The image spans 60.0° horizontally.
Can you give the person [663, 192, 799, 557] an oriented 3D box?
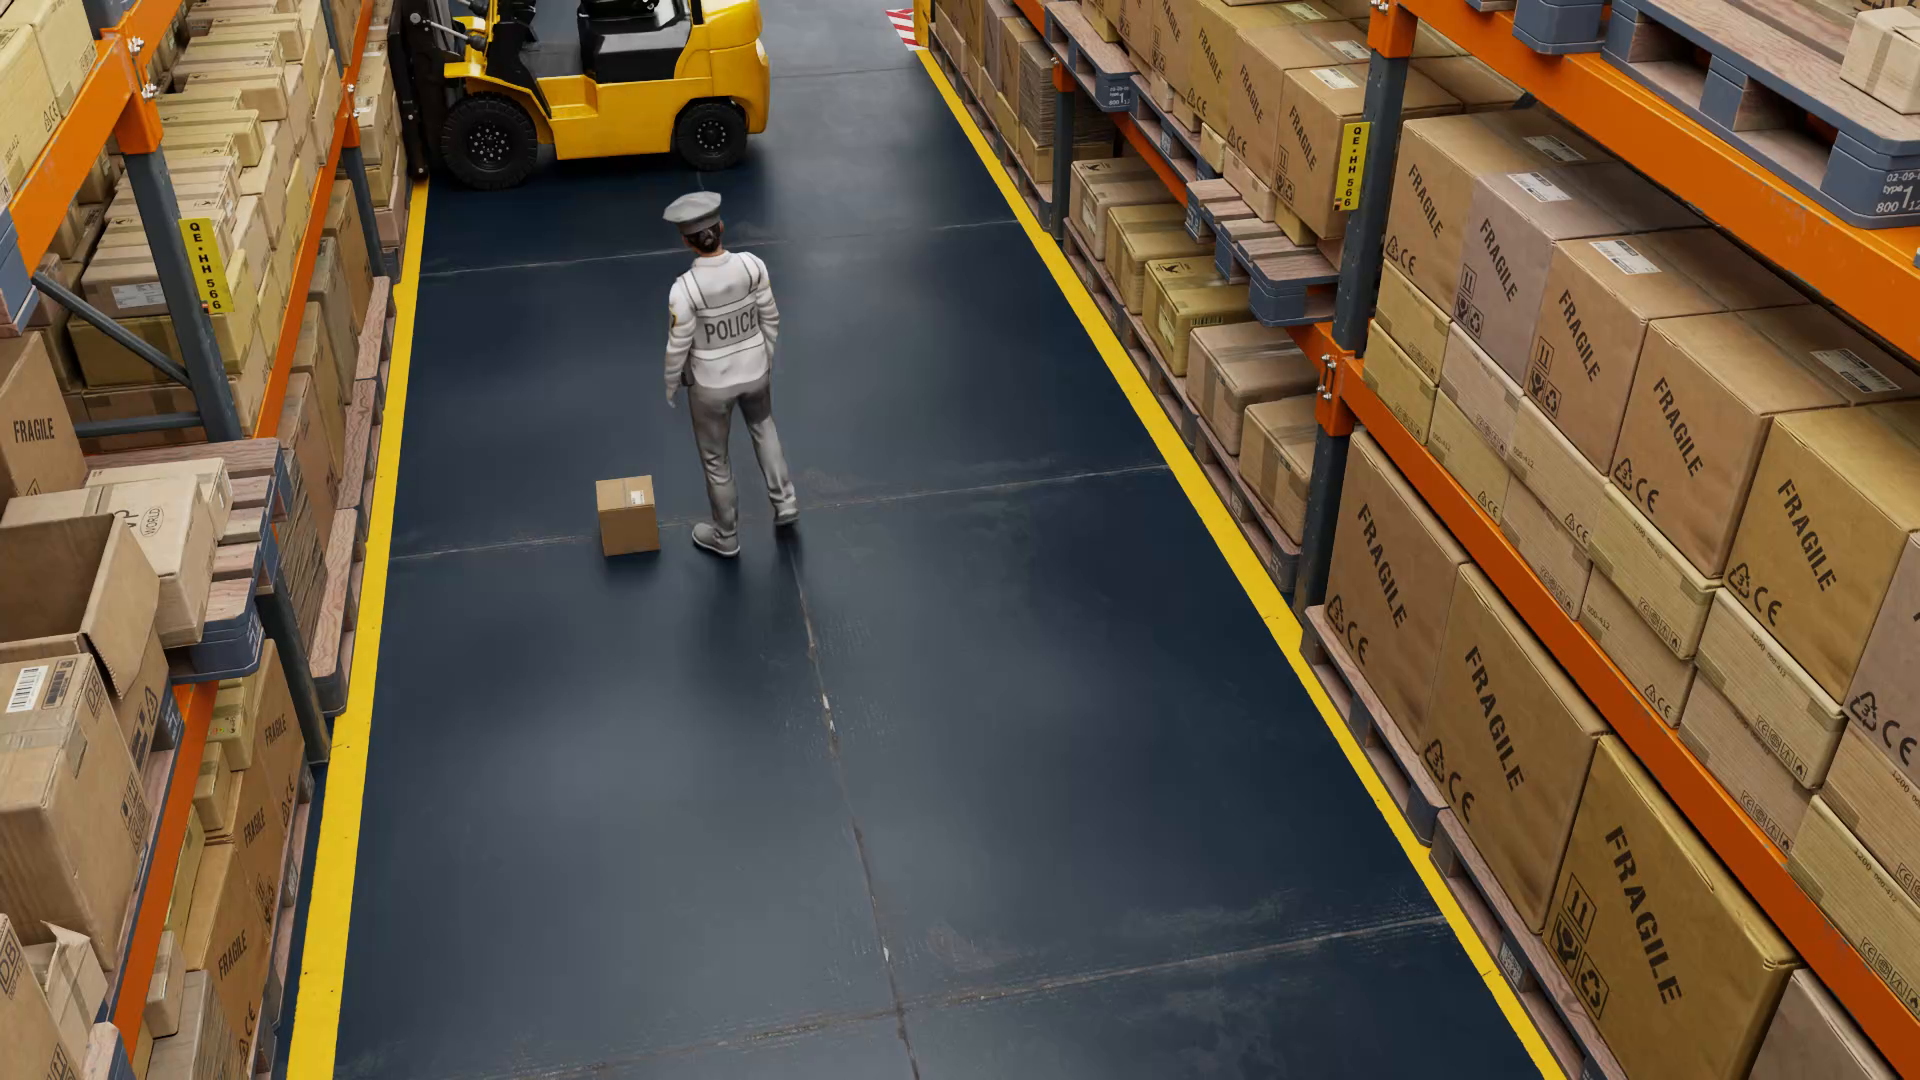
[{"bbox_3d":[-0.990,-0.675,7.123,0.561,1.695,0.375,-24,41,-30],"label":"person"}]
